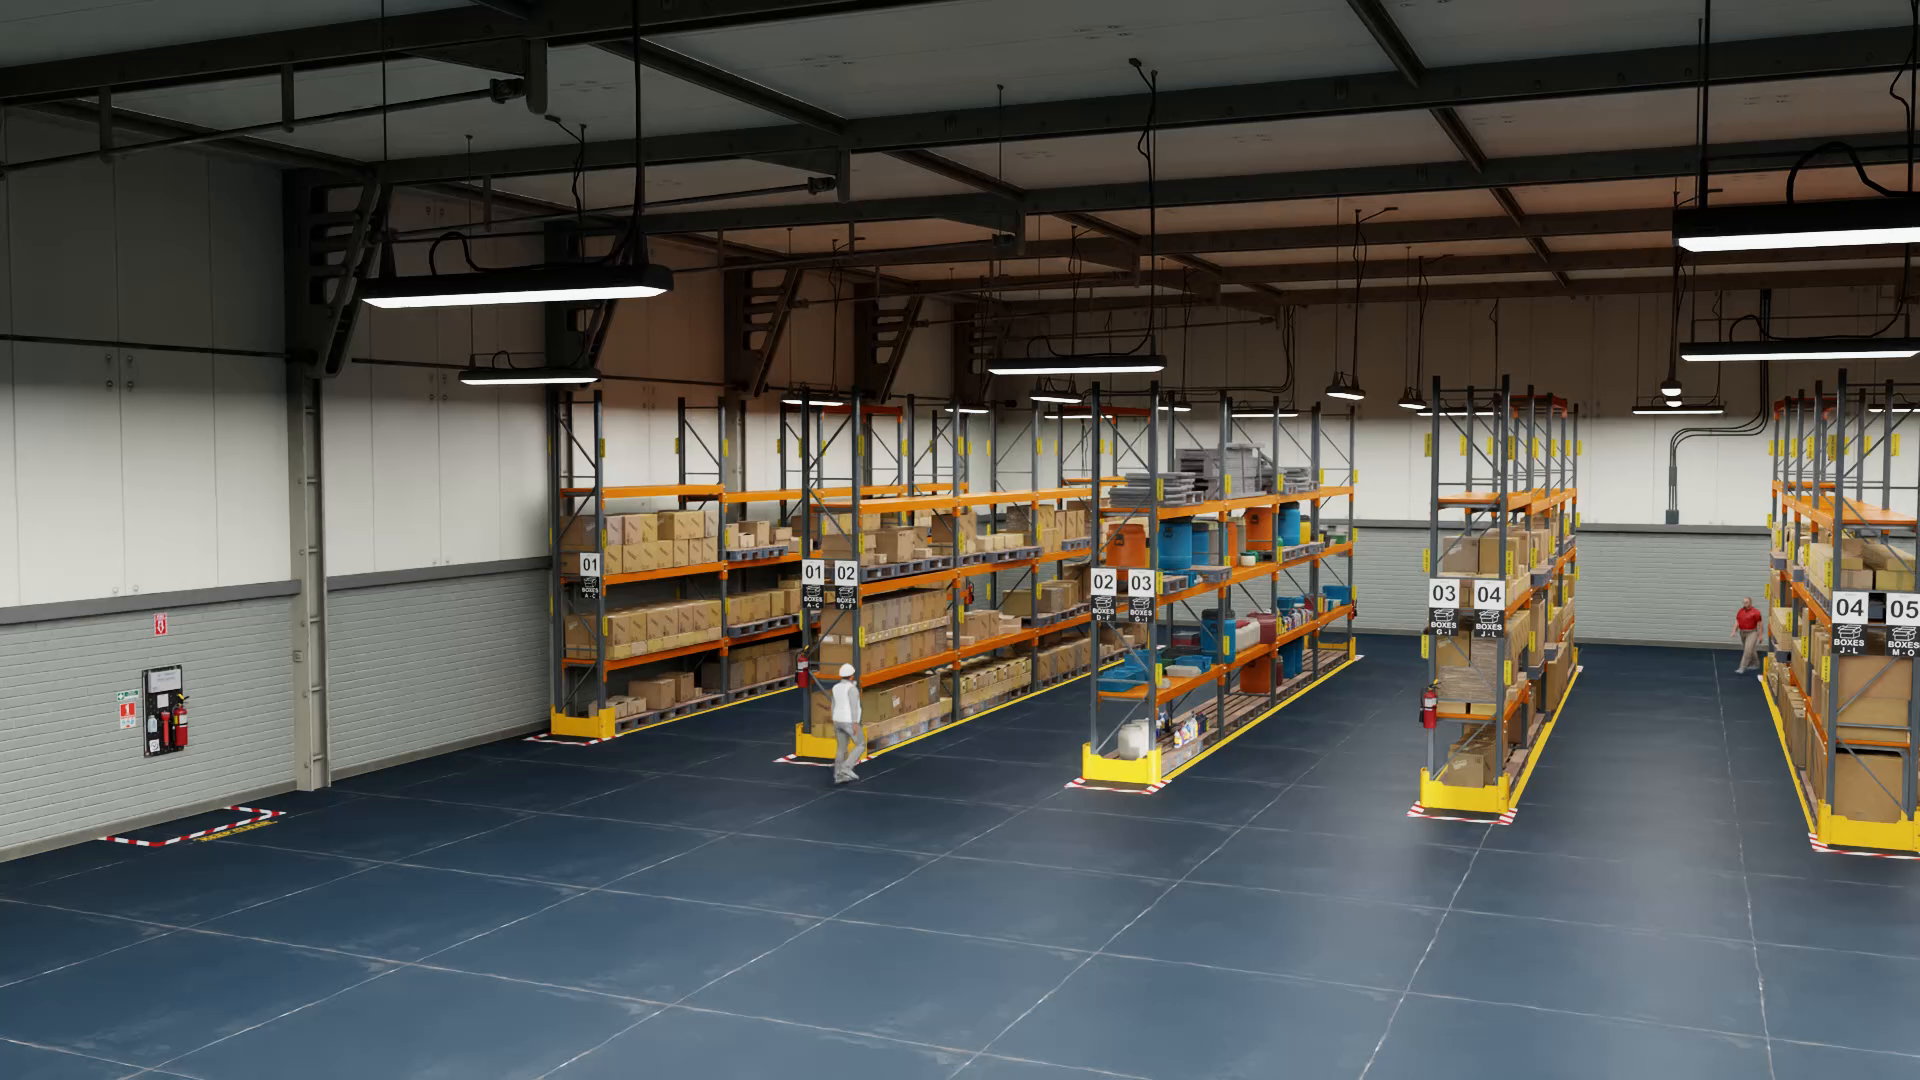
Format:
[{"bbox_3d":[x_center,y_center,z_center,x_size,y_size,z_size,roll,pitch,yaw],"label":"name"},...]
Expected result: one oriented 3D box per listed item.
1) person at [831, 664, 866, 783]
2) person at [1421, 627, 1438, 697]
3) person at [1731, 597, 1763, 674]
[{"bbox_3d":[-1.704,2.732,24.911,0.567,1.761,0.466,3,4,41],"label":"person"},{"bbox_3d":[9.620,2.327,33.348,0.753,1.686,0.638,2,4,32],"label":"person"},{"bbox_3d":[17.533,2.095,37.025,1.072,1.664,0.575,-2,4,-27],"label":"person"}]
